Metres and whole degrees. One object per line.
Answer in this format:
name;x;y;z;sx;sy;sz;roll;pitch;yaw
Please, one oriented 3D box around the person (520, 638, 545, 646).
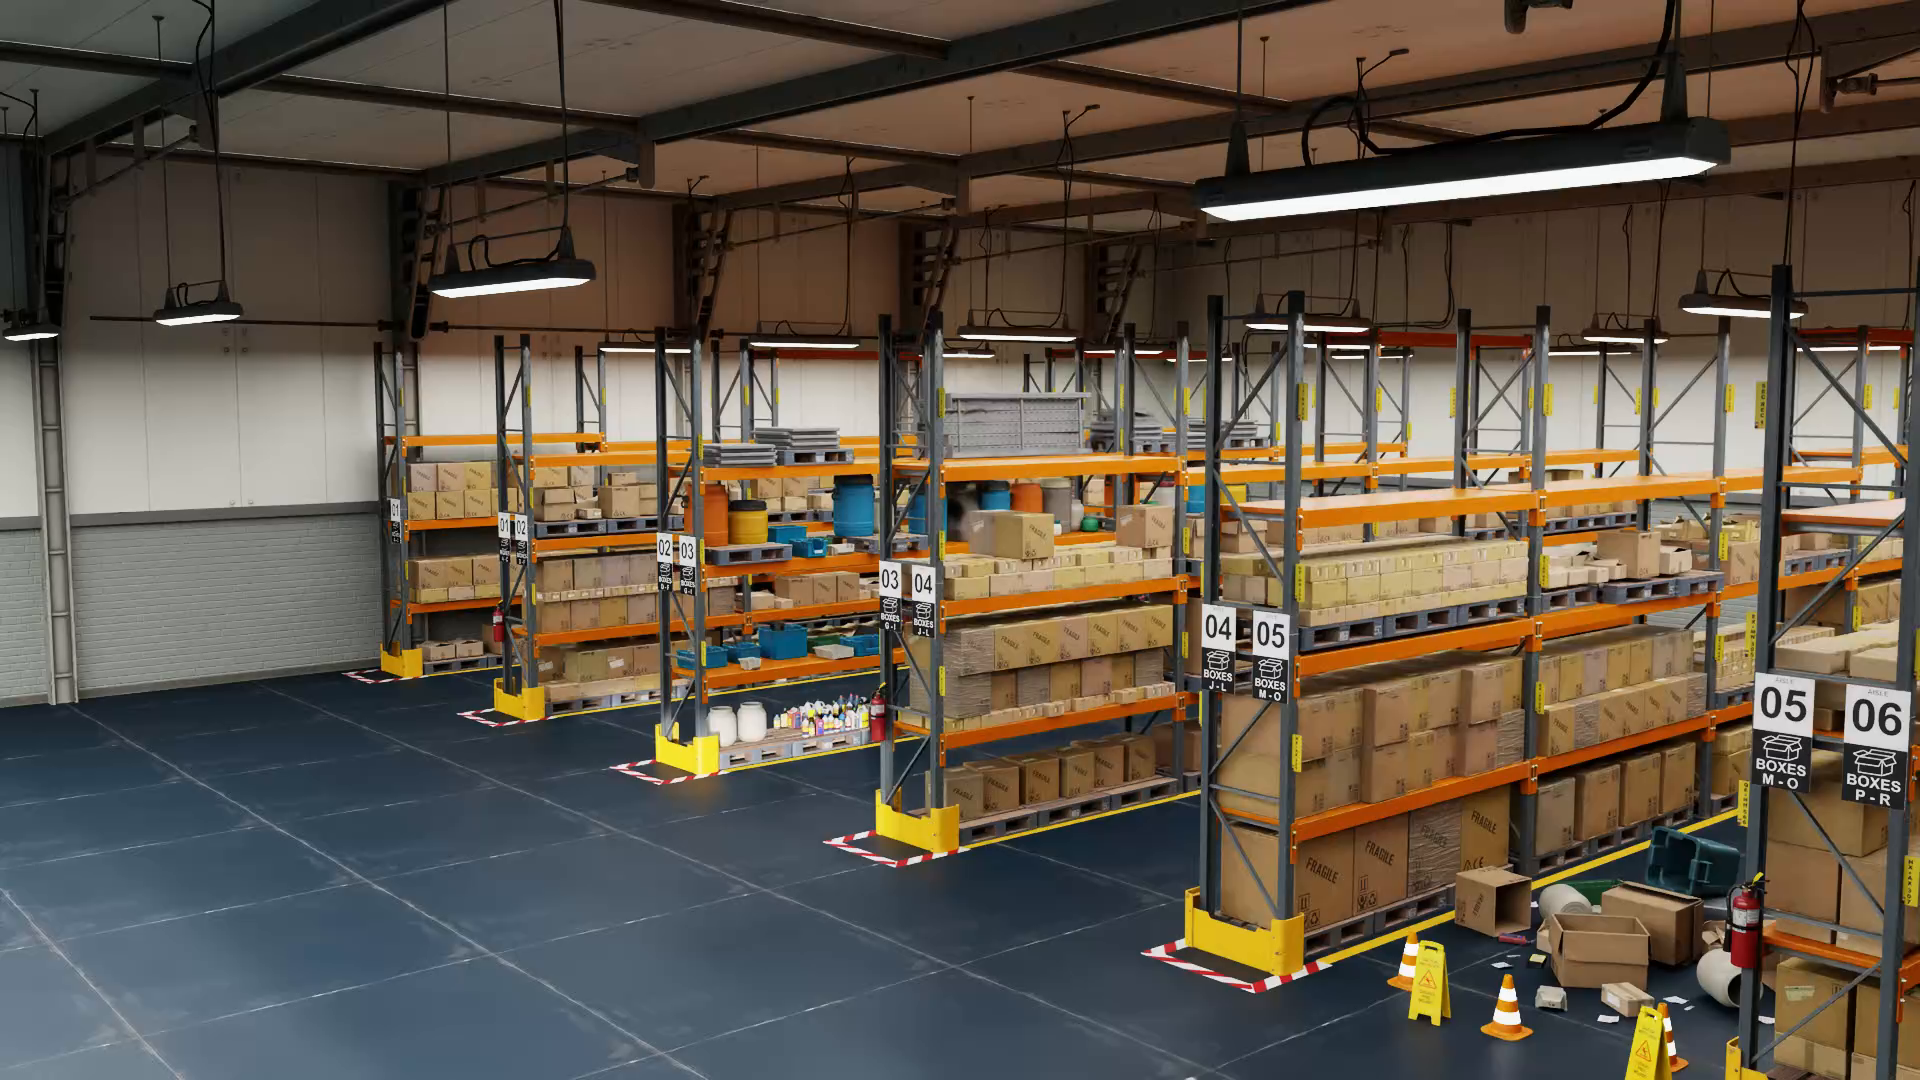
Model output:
person;-7.197;1.805;28.345;0.567;1.555;0.552;-5;7;-42
